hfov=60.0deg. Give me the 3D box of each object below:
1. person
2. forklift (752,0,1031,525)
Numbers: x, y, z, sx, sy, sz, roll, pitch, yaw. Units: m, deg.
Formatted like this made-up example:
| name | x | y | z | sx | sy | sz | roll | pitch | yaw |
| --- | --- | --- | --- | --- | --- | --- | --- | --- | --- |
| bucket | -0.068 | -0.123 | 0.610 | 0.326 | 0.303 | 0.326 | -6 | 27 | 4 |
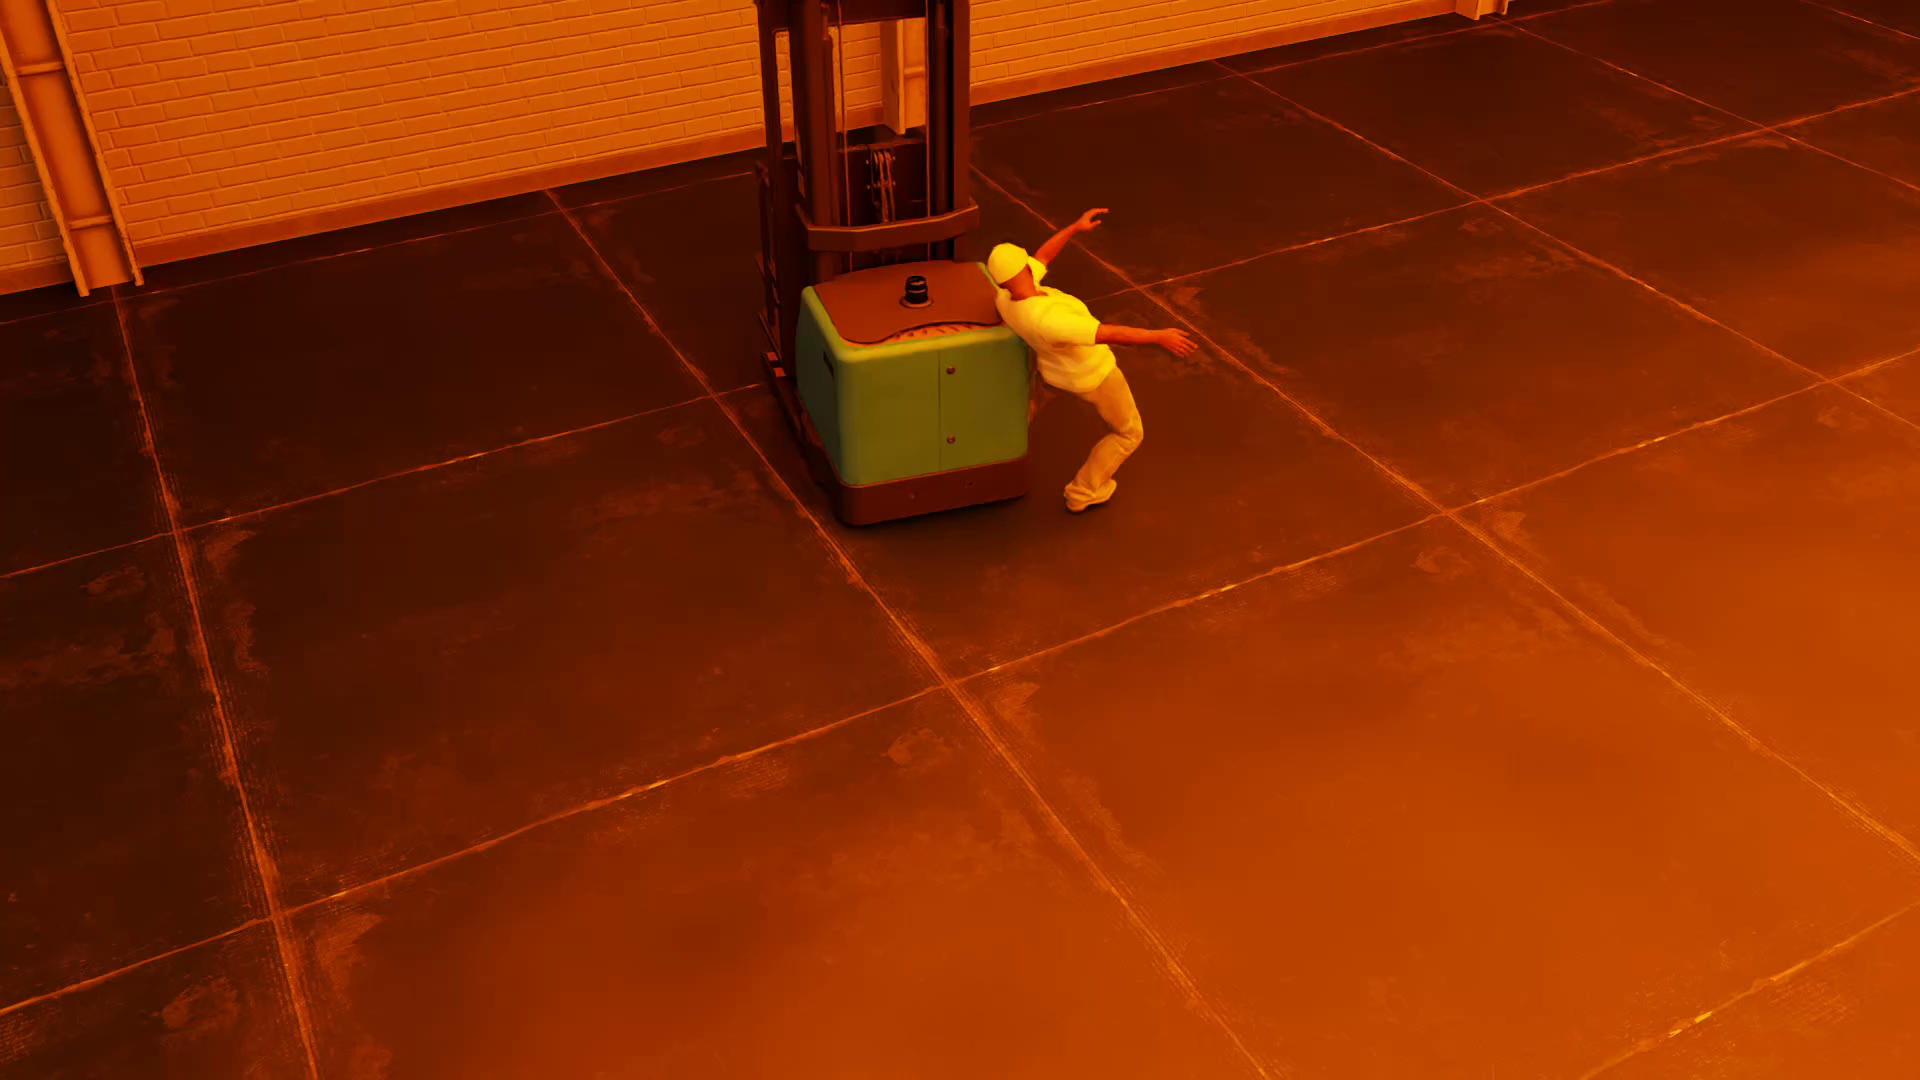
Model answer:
| name | x | y | z | sx | sy | sz | roll | pitch | yaw |
| --- | --- | --- | --- | --- | --- | --- | --- | --- | --- |
| person | 0.657 | -0.819 | 8.463 | 1.118 | 1.523 | 0.738 | 28 | 44 | 33 |
| forklift | -0.563 | -2.122 | 9.125 | 1.130 | 2.935 | 3.031 | -11 | 37 | -14 |
